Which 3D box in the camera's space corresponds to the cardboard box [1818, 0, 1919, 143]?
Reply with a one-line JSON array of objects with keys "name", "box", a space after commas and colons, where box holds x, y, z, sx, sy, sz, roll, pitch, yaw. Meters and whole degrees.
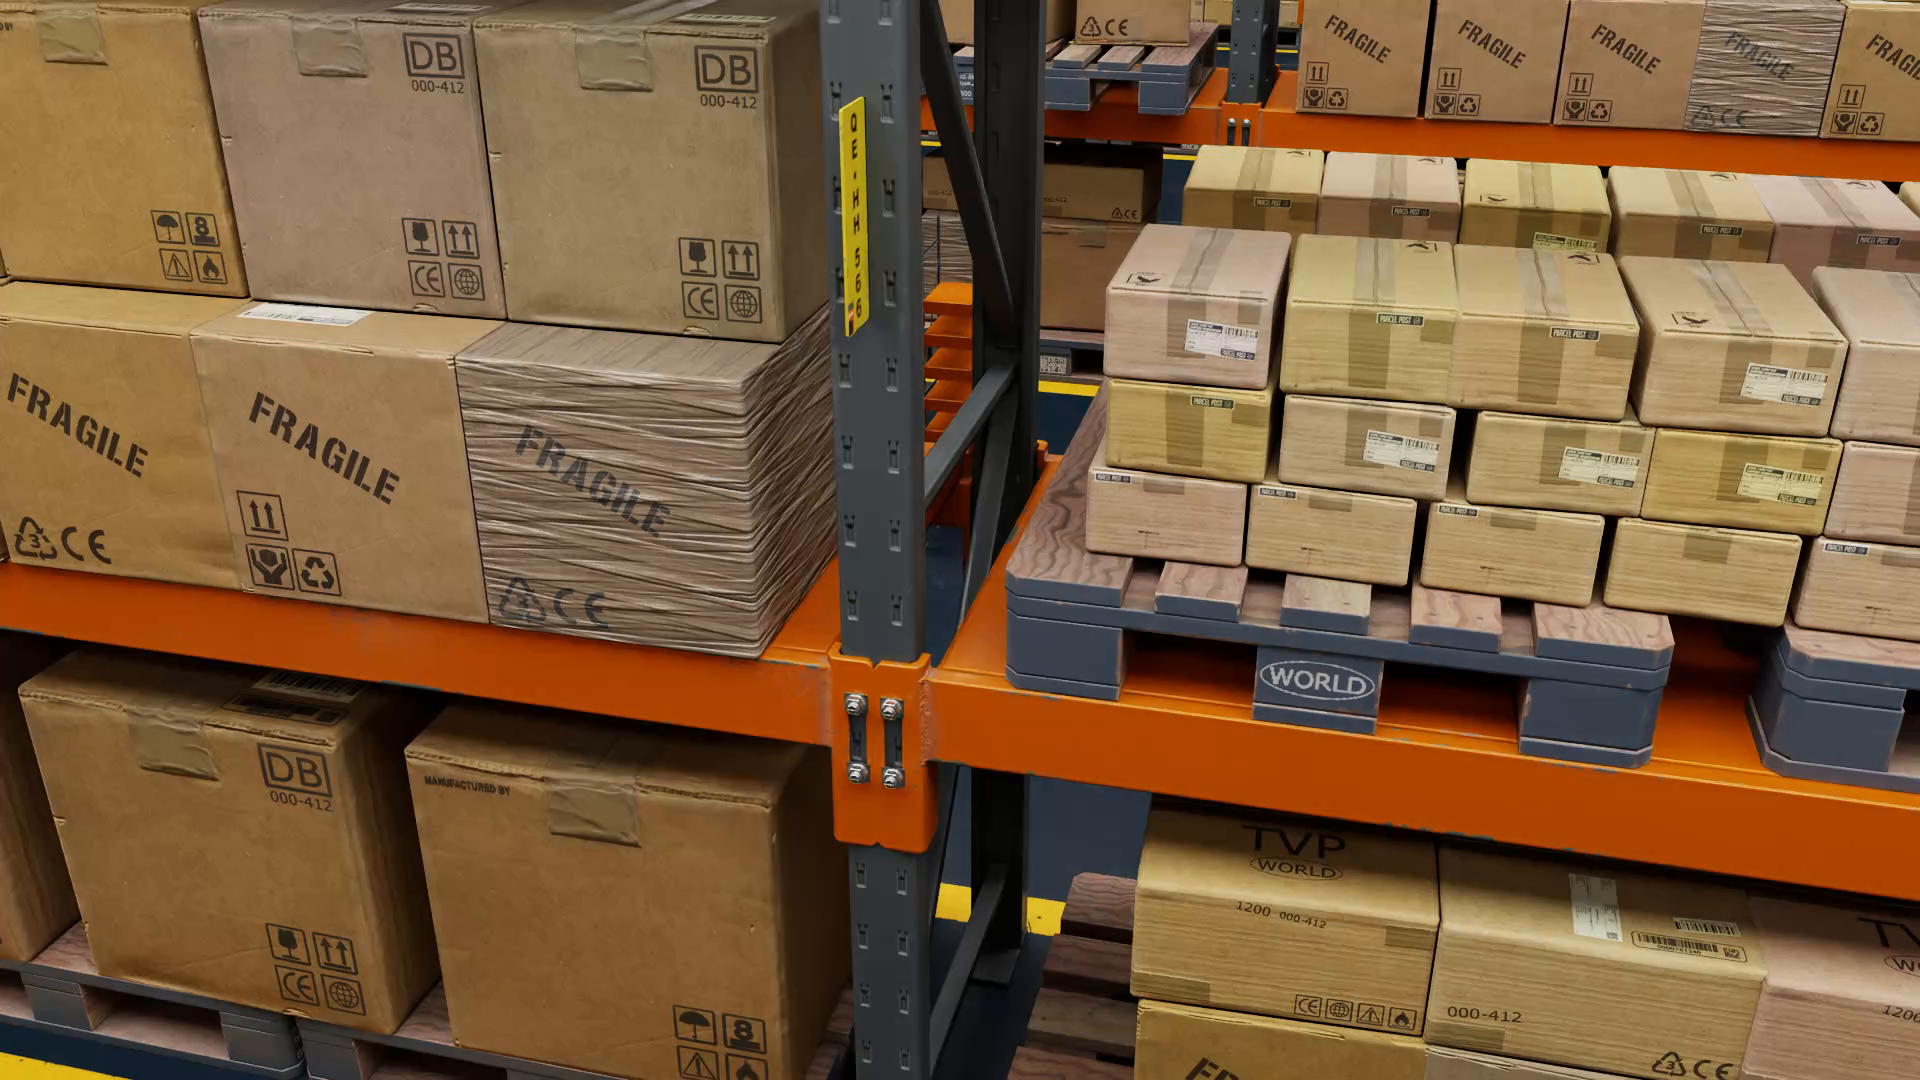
[{"name": "cardboard box", "box": [3.686, -1.885, 6.603, 0.500, 0.500, 0.500, 6, 26, 12]}]

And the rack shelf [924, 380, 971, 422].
[{"name": "rack shelf", "box": [-0.014, -0.503, 6.014, 0.180, 0.103, 0.258, 6, 26, 13]}]

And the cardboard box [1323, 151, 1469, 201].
[{"name": "cardboard box", "box": [1.981, -1.370, 7.622, 0.875, 0.875, 1.225, 5, 26, 11]}]

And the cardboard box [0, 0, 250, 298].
[{"name": "cardboard box", "box": [-1.435, -0.825, 3.214, 0.500, 0.500, 0.700, 6, 26, 12]}]

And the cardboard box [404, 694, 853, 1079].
[{"name": "cardboard box", "box": [-0.583, 0.555, 3.723, 0.750, 0.750, 1.050, 6, 26, 12]}]

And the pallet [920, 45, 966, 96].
[{"name": "pallet", "box": [-0.609, -2.331, 7.880, 1.213, 0.211, 1.003, 6, 26, 13]}]

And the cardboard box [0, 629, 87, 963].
[{"name": "cardboard box", "box": [-2.332, 0.363, 4.126, 0.750, 0.750, 1.050, 6, 26, 13]}]

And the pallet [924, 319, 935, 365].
[{"name": "pallet", "box": [-0.616, -1.179, 8.482, 1.213, 0.211, 1.003, 6, 26, 13]}]

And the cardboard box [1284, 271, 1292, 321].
[{"name": "cardboard box", "box": [0.577, -0.516, 3.301, 0.250, 0.149, 0.380, 7, 26, 14]}]

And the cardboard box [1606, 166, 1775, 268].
[{"name": "cardboard box", "box": [1.329, -0.569, 3.067, 0.250, 0.149, 0.380, 7, 26, 15]}]

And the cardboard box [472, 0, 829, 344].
[{"name": "cardboard box", "box": [-0.448, -0.717, 2.988, 0.500, 0.500, 0.700, 6, 26, 13]}]

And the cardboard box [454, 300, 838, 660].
[{"name": "cardboard box", "box": [-0.518, -0.150, 2.960, 0.500, 0.500, 0.500, 6, 26, 13]}]

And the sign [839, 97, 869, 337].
[{"name": "sign", "box": [-0.150, -0.460, 2.380, 0.005, 0.325, 0.100, 6, 26, 13]}]

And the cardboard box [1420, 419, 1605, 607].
[{"name": "cardboard box", "box": [0.889, -0.055, 2.680, 0.250, 0.149, 0.380, 8, 27, 16]}]

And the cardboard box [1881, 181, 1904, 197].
[{"name": "cardboard box", "box": [3.701, -1.180, 7.223, 0.875, 0.875, 1.225, 5, 26, 11]}]

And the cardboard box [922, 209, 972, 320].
[{"name": "cardboard box", "box": [0.124, -1.410, 8.119, 0.500, 0.500, 0.700, 4, 26, 9]}]

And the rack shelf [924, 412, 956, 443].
[{"name": "rack shelf", "box": [-0.014, -0.395, 6.066, 0.180, 0.103, 0.258, 6, 26, 13]}]

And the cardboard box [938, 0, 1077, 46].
[{"name": "cardboard box", "box": [0.219, -2.517, 7.442, 0.500, 0.500, 0.700, 10, 27, 21]}]

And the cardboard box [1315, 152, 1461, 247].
[{"name": "cardboard box", "box": [0.816, -0.624, 3.183, 0.250, 0.149, 0.380, 6, 26, 12]}]

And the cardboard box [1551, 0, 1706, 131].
[{"name": "cardboard box", "box": [2.718, -1.995, 6.834, 0.500, 0.500, 0.500, 6, 26, 12]}]

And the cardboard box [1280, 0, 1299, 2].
[{"name": "cardboard box", "box": [3.220, -5.501, 16.373, 0.500, 0.311, 0.500, 7, 26, 14]}]

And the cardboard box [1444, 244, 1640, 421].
[{"name": "cardboard box", "box": [0.881, -0.327, 2.560, 0.250, 0.149, 0.380, 6, 26, 13]}]

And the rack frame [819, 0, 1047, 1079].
[{"name": "rack frame", "box": [-0.015, -0.169, 3.115, 0.127, 3.000, 1.000, 6, 26, 13]}]

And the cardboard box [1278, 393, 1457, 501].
[{"name": "cardboard box", "box": [0.666, -0.216, 2.671, 0.250, 0.149, 0.380, 8, 26, 15]}]

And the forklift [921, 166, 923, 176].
[{"name": "forklift", "box": [-1.463, -3.533, 10.261, 3.031, 2.935, 1.130, 7, 26, 14]}]

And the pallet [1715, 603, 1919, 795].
[{"name": "pallet", "box": [1.912, 0.113, 2.746, 1.213, 0.211, 1.003, 6, 26, 13]}]

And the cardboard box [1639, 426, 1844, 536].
[{"name": "cardboard box", "box": [1.170, -0.161, 2.557, 0.250, 0.149, 0.380, 6, 26, 13]}]

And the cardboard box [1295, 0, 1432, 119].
[{"name": "cardboard box", "box": [1.721, -2.102, 7.060, 0.500, 0.500, 0.500, 7, 26, 15]}]

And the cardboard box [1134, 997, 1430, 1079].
[{"name": "cardboard box", "box": [0.606, 0.952, 3.180, 0.500, 0.500, 0.500, 5, 26, 11]}]

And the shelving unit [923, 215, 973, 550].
[{"name": "shelving unit", "box": [-0.014, -0.543, 5.995, 0.189, 1.200, 0.258, 6, 26, 13]}]

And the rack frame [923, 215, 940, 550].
[{"name": "rack frame", "box": [-0.103, -0.553, 6.016, 0.006, 1.200, 0.240, 6, 26, 13]}]

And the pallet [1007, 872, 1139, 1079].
[{"name": "pallet", "box": [0.741, 1.175, 3.537, 1.213, 0.211, 1.003, 6, 26, 13]}]

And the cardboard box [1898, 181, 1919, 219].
[{"name": "cardboard box", "box": [1.825, -0.512, 2.948, 0.250, 0.149, 0.380, 8, 26, 16]}]

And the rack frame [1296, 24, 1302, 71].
[{"name": "rack frame", "box": [2.551, -4.285, 11.760, 0.127, 3.000, 1.000, 6, 26, 13]}]

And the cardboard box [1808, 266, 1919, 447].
[{"name": "cardboard box", "box": [1.400, -0.271, 2.441, 0.250, 0.149, 0.380, 8, 26, 15]}]

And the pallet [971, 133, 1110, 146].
[{"name": "pallet", "box": [0.633, -3.256, 12.844, 1.213, 0.211, 1.003, 6, 26, 13]}]

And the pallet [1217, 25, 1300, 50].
[{"name": "pallet", "box": [3.001, -5.192, 16.909, 1.213, 0.211, 1.003, 6, 26, 13]}]

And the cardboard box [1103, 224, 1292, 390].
[{"name": "cardboard box", "box": [0.388, -0.383, 2.676, 0.250, 0.149, 0.380, 6, 26, 13]}]

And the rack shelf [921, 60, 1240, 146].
[{"name": "rack shelf", "box": [-0.619, -2.112, 8.033, 4.000, 0.370, 1.077, 6, 26, 13]}]

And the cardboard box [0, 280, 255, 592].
[{"name": "cardboard box", "box": [-1.485, -0.258, 3.185, 0.500, 0.500, 0.500, 6, 26, 12]}]

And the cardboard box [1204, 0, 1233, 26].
[{"name": "cardboard box", "box": [2.718, -5.303, 16.609, 0.500, 0.250, 0.500, 6, 26, 12]}]

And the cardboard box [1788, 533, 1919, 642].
[{"name": "cardboard box", "box": [1.409, 0.000, 2.563, 0.250, 0.149, 0.380, 7, 26, 15]}]

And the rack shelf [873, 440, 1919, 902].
[{"name": "rack shelf", "box": [1.922, 0.370, 2.819, 4.000, 0.370, 1.077, 6, 26, 13]}]

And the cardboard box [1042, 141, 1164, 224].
[{"name": "cardboard box", "box": [0.662, -1.691, 7.835, 0.500, 0.250, 0.500, 7, 26, 15]}]

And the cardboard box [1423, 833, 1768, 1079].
[{"name": "cardboard box", "box": [1.083, 0.661, 2.920, 0.500, 0.250, 0.500, 6, 26, 12]}]

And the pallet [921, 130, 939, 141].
[{"name": "pallet", "box": [-0.552, -3.386, 13.116, 1.213, 0.211, 1.003, 6, 26, 13]}]

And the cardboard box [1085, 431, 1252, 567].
[{"name": "cardboard box", "box": [0.368, -0.113, 2.801, 0.250, 0.149, 0.380, 6, 26, 12]}]
